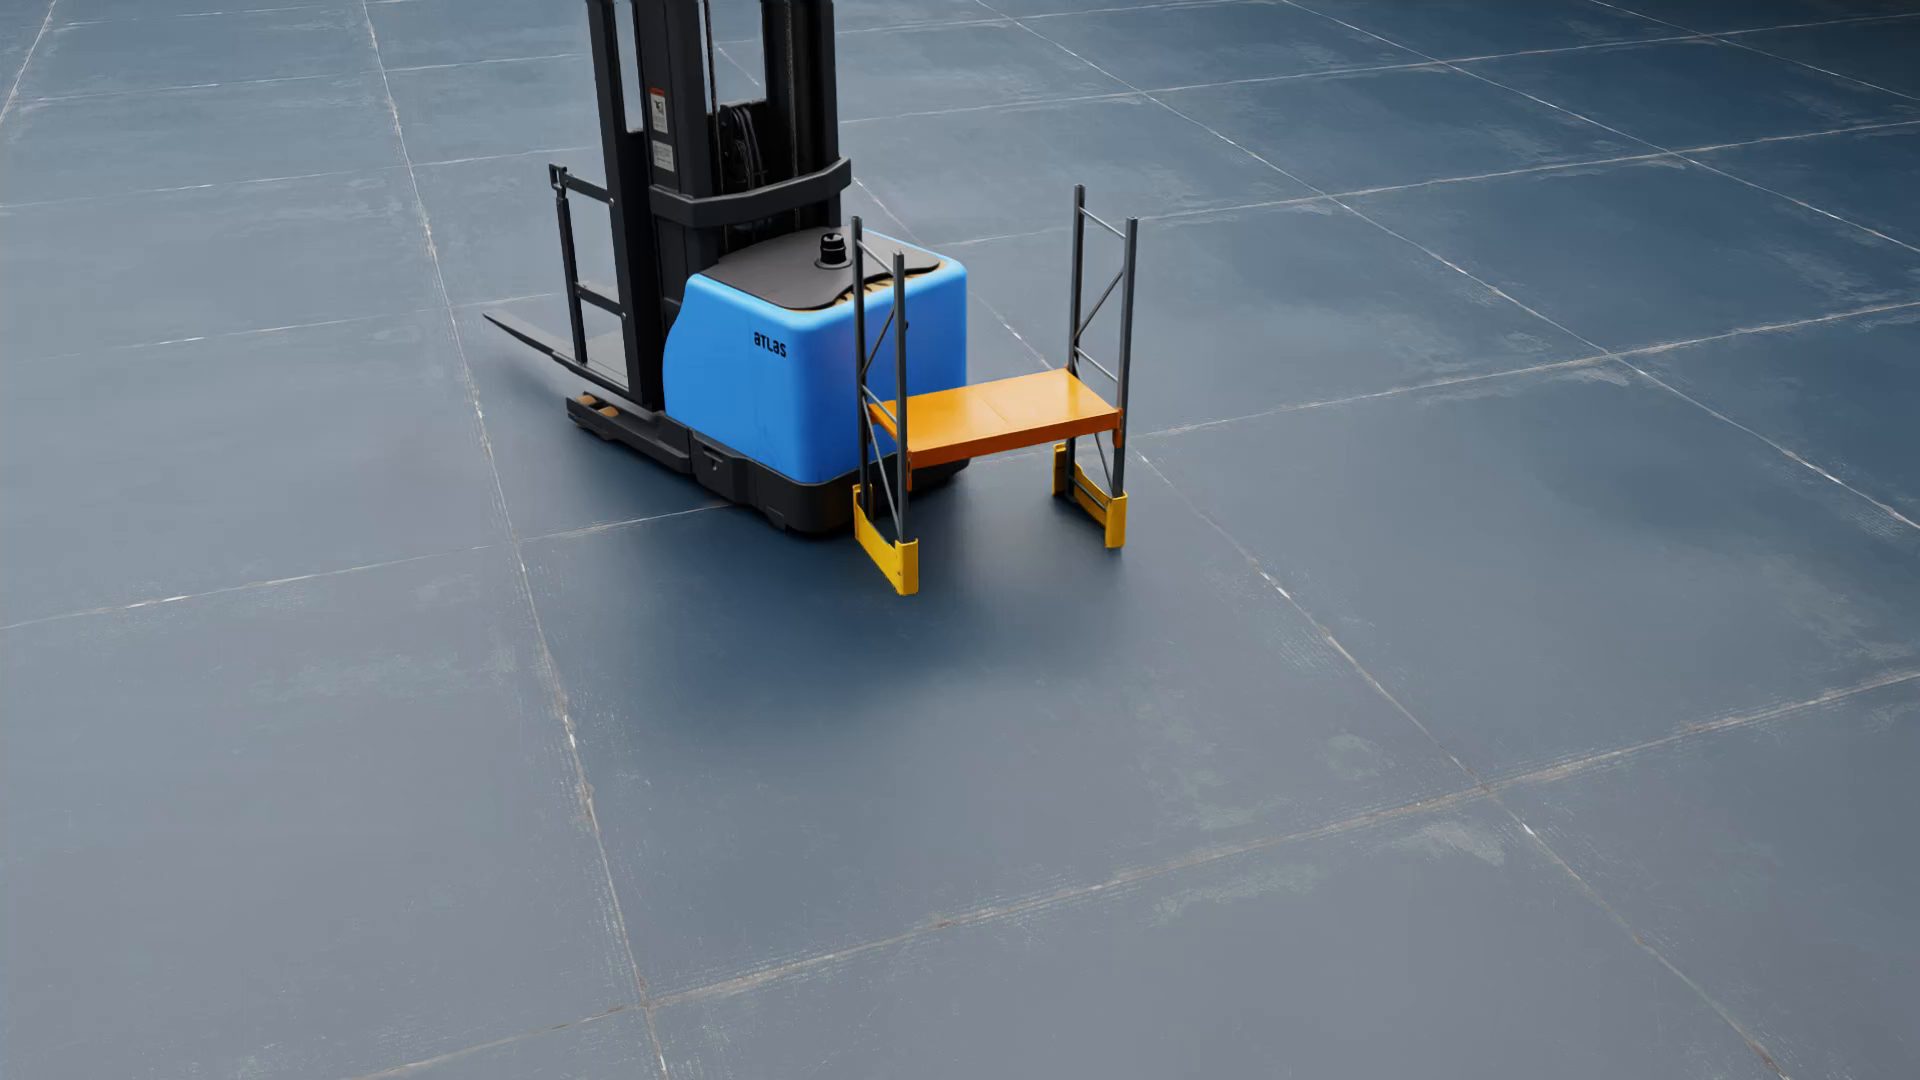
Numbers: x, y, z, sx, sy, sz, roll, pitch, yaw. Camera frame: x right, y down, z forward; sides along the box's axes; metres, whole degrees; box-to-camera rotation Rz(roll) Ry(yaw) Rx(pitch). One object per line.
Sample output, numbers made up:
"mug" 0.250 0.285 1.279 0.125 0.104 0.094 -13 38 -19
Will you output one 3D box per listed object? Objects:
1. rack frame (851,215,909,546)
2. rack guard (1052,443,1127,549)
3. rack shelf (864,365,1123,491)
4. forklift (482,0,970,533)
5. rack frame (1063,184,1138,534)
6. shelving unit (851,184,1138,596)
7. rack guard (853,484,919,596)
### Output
"rack frame" -0.327 -0.551 6.911 0.032 1.500 0.500 -12 32 -21
"rack guard" 0.585 -0.208 7.571 0.087 0.250 0.587 -12 32 -21
"rack shelf" 0.138 -0.497 7.179 1.000 0.185 0.538 -12 32 -21
"forklift" -1.350 -1.933 7.891 1.130 2.935 3.031 -26 39 -38
"rack frame" 0.602 -0.755 7.269 0.032 1.500 0.500 -12 32 -21
"shelving unit" 0.129 -0.651 7.086 1.083 1.500 0.587 -12 32 -21
"rack guard" -0.326 -0.008 7.220 0.087 0.250 0.587 -12 32 -21
